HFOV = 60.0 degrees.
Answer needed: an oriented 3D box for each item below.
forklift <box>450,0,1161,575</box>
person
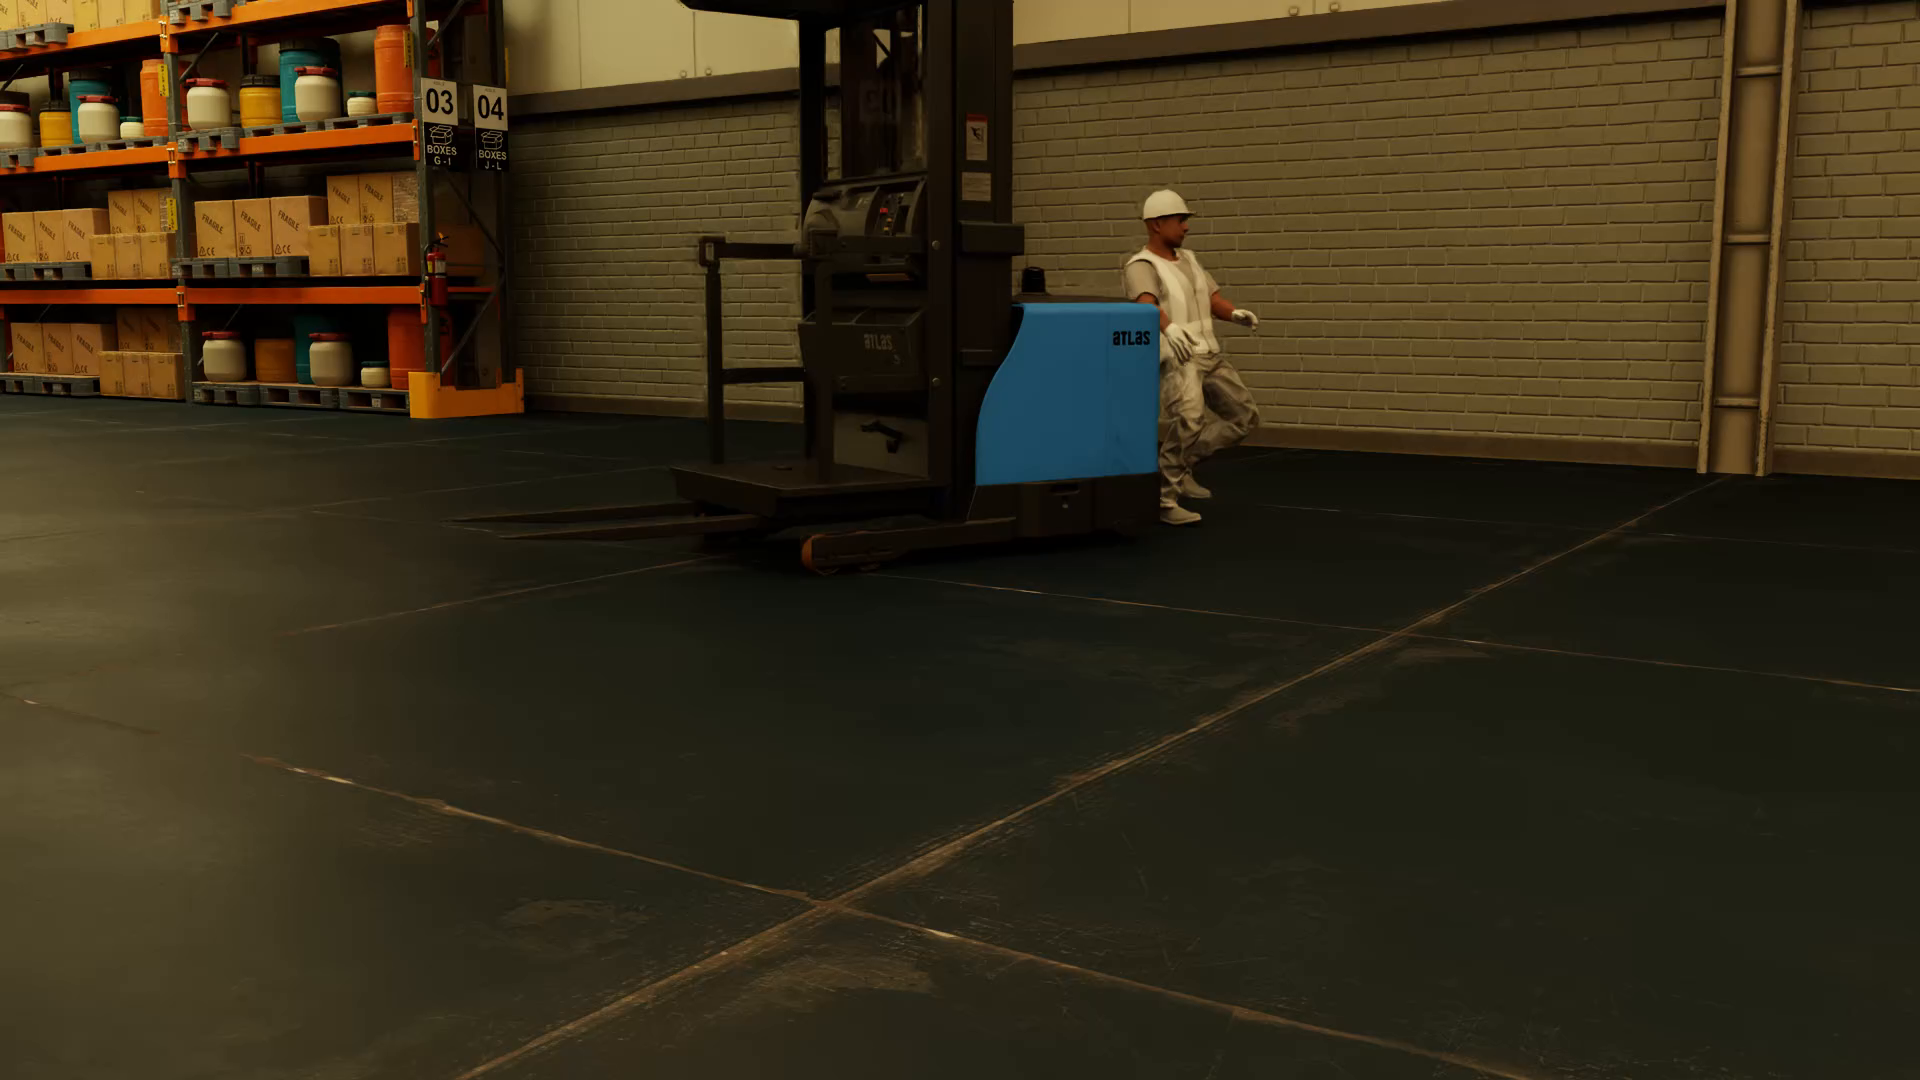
[{"bbox_3d":[-0.590,-1.396,7.006,3.031,2.935,1.130,-5,10,-33],"label":"forklift"},{"bbox_3d":[1.118,-0.915,8.256,0.661,1.634,0.898,6,10,37],"label":"person"}]
